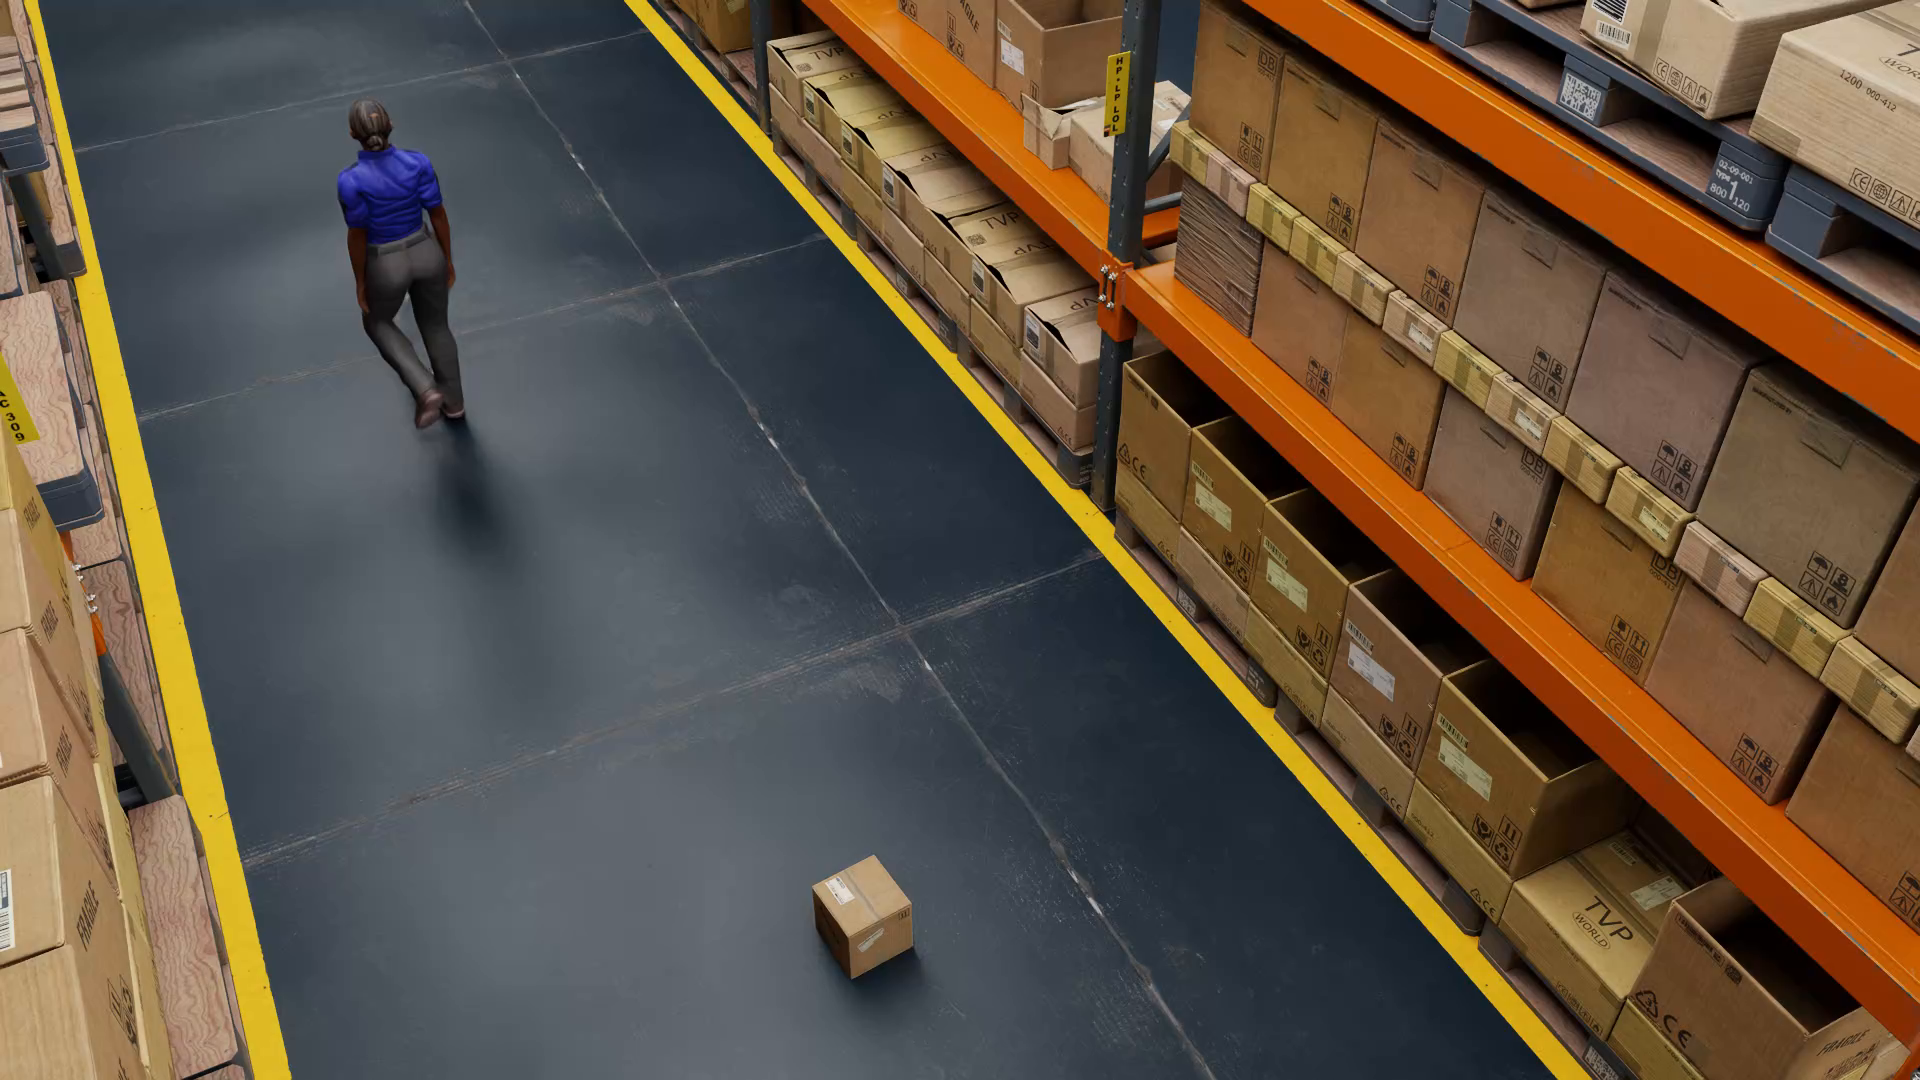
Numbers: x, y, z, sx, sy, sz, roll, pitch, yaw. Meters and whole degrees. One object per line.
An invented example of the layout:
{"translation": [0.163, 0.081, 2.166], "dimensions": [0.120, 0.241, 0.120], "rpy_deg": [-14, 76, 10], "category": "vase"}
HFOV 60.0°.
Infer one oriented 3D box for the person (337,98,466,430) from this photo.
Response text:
{"translation": [-2.501, -1.219, 7.498], "dimensions": [0.472, 1.652, 0.426], "rpy_deg": [-26, 48, -26], "category": "person"}
